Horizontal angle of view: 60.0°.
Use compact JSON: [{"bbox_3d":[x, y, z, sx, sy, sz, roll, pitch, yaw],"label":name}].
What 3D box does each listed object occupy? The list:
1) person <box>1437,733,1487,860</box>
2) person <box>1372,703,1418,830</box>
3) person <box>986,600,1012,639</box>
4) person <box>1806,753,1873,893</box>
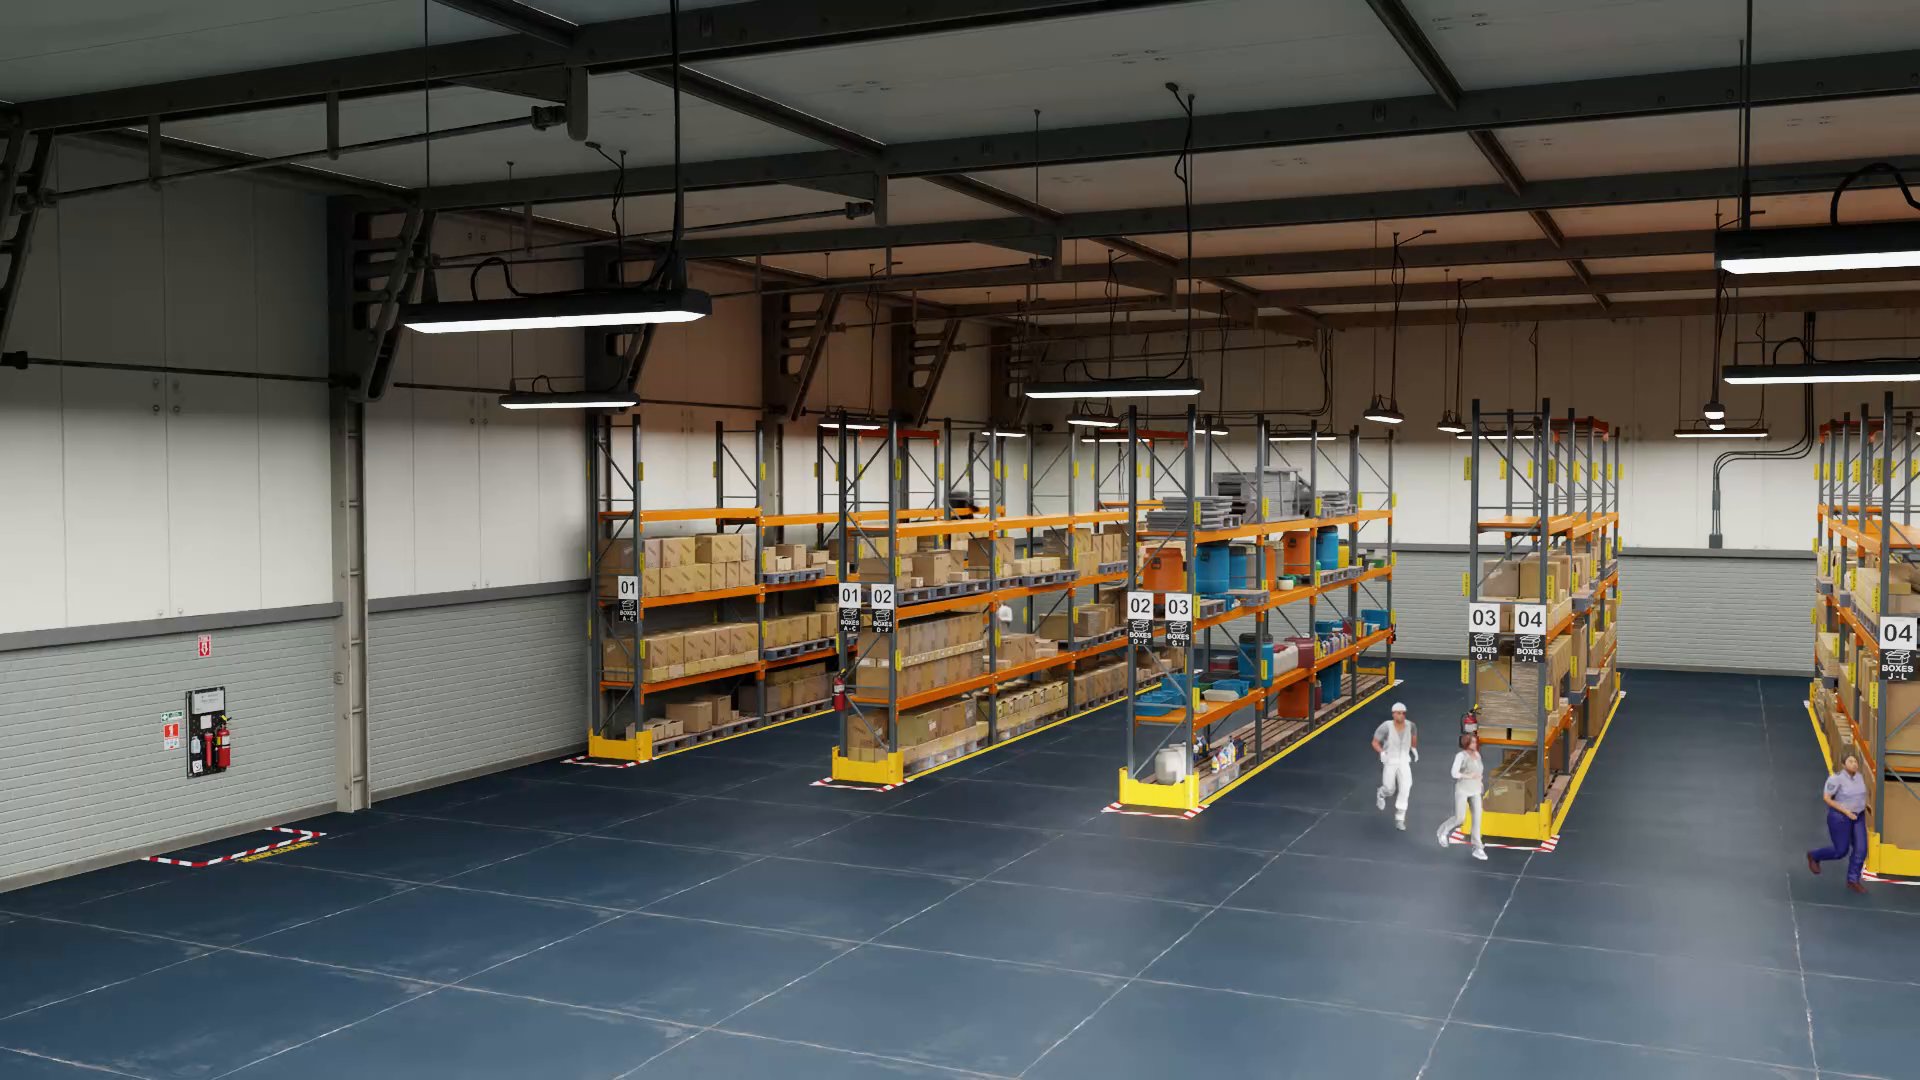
[{"bbox_3d":[6.585,3.289,21.567,0.573,1.568,0.882,-1,3,-24],"label":"person"},{"bbox_3d":[6.182,3.164,23.613,0.681,1.756,0.969,0,2,-7],"label":"person"},{"bbox_3d":[0.916,2.203,39.061,0.689,1.823,0.924,1,3,20],"label":"person"},{"bbox_3d":[10.672,3.387,20.071,0.613,1.627,0.753,-1,2,-15],"label":"person"}]
